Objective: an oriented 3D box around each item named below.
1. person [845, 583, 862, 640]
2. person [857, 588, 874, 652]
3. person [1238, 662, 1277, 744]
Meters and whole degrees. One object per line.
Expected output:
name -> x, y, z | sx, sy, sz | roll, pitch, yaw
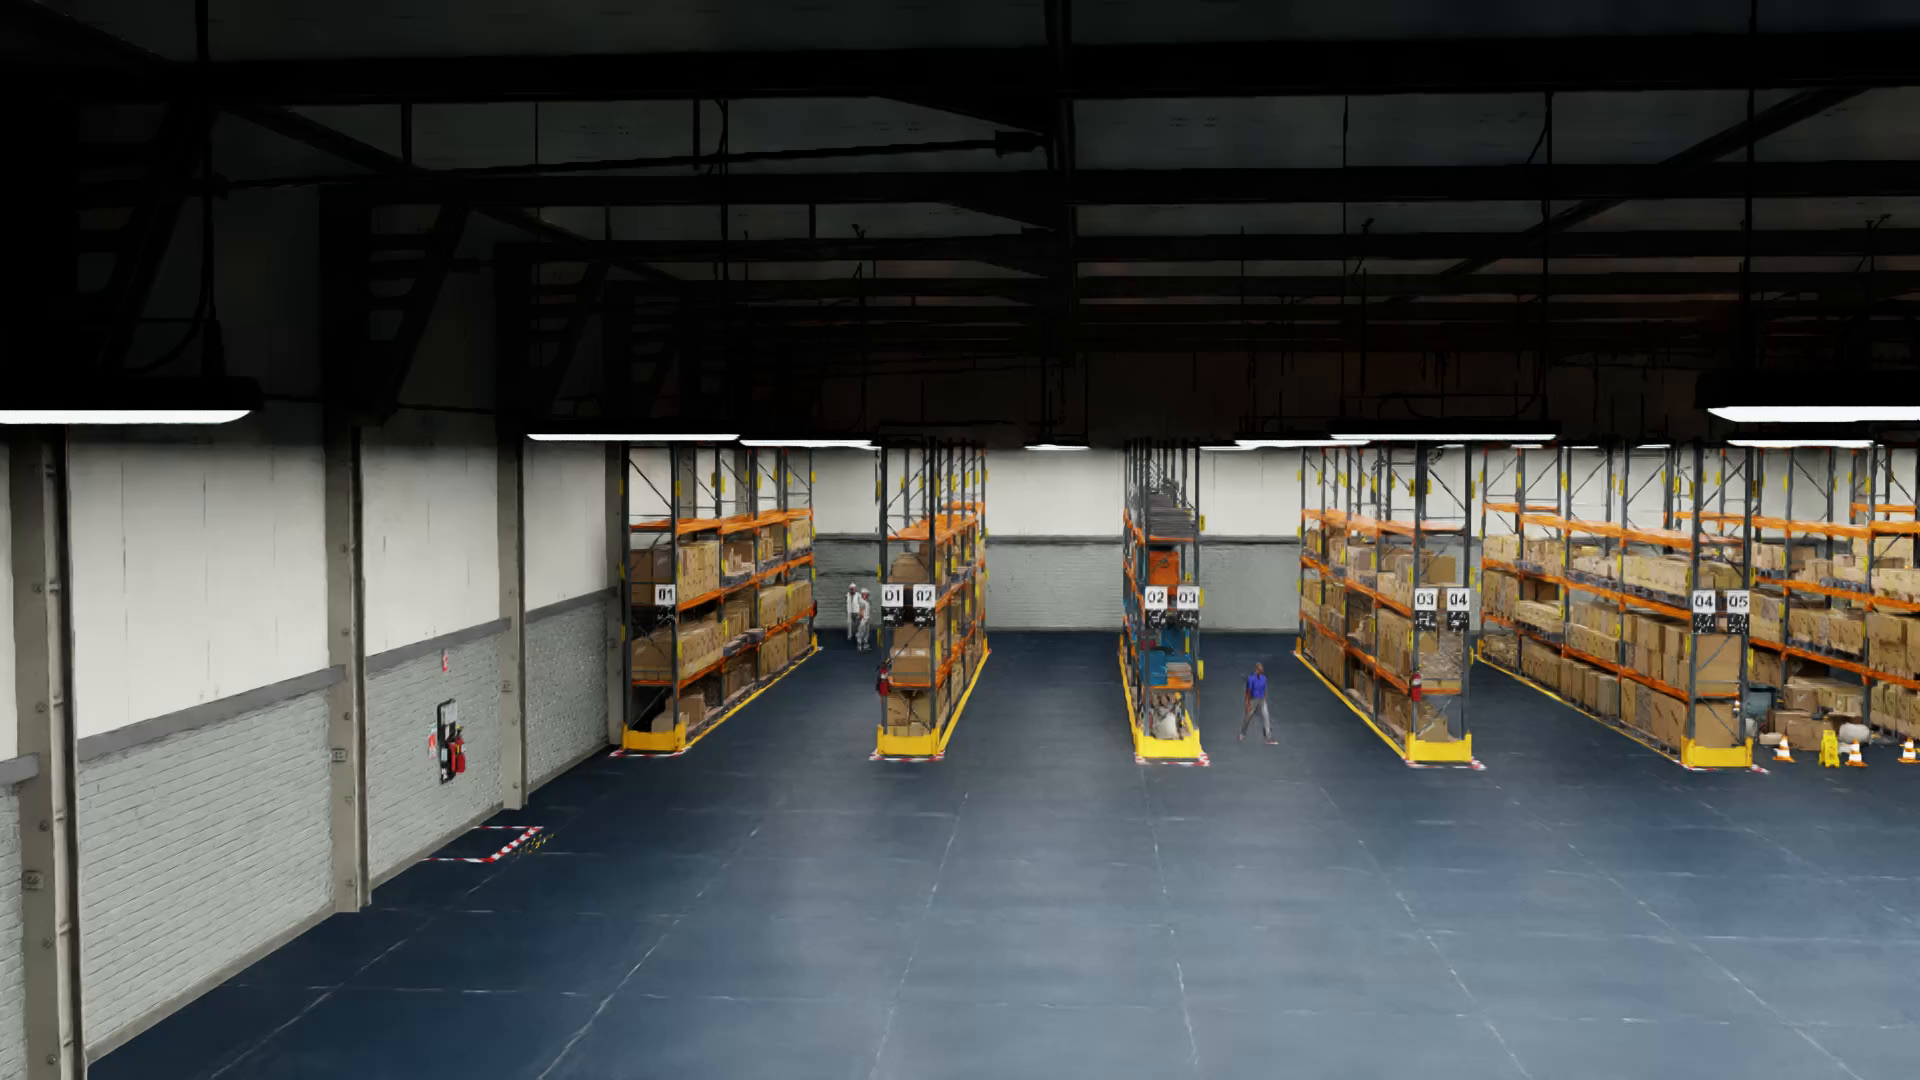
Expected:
person -> -3.233, 2.155, 50.657 | 0.553, 1.725, 1.030 | 0, 3, 3
person -> -2.711, 2.273, 47.453 | 0.402, 1.792, 0.633 | 1, 3, 19
person -> 5.809, 3.186, 32.578 | 0.490, 1.592, 0.938 | -1, 3, -19
